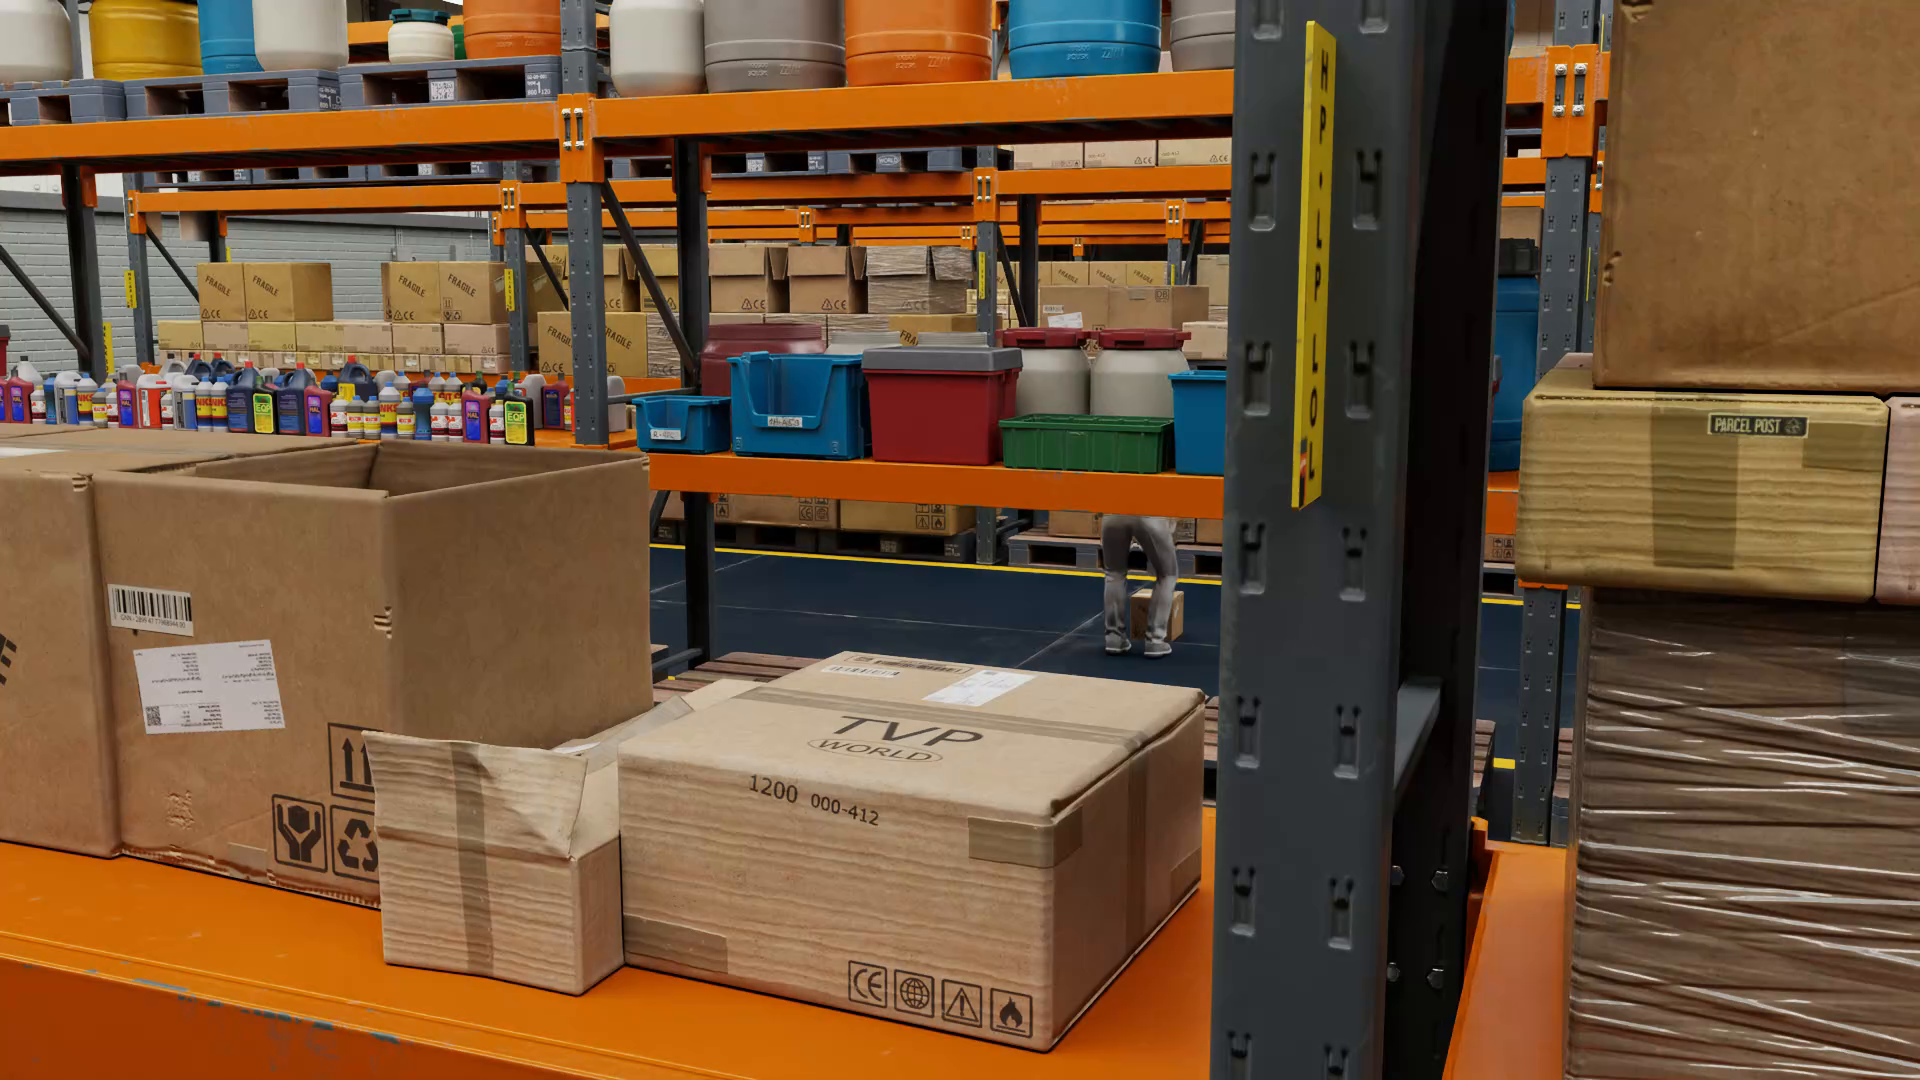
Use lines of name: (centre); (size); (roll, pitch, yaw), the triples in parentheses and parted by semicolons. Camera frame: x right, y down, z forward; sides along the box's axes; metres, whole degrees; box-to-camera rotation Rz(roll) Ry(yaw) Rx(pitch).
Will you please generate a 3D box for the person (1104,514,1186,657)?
person: (1.058, 0.051, 9.358); (0.414, 1.108, 0.925); (3, 9, 19)
